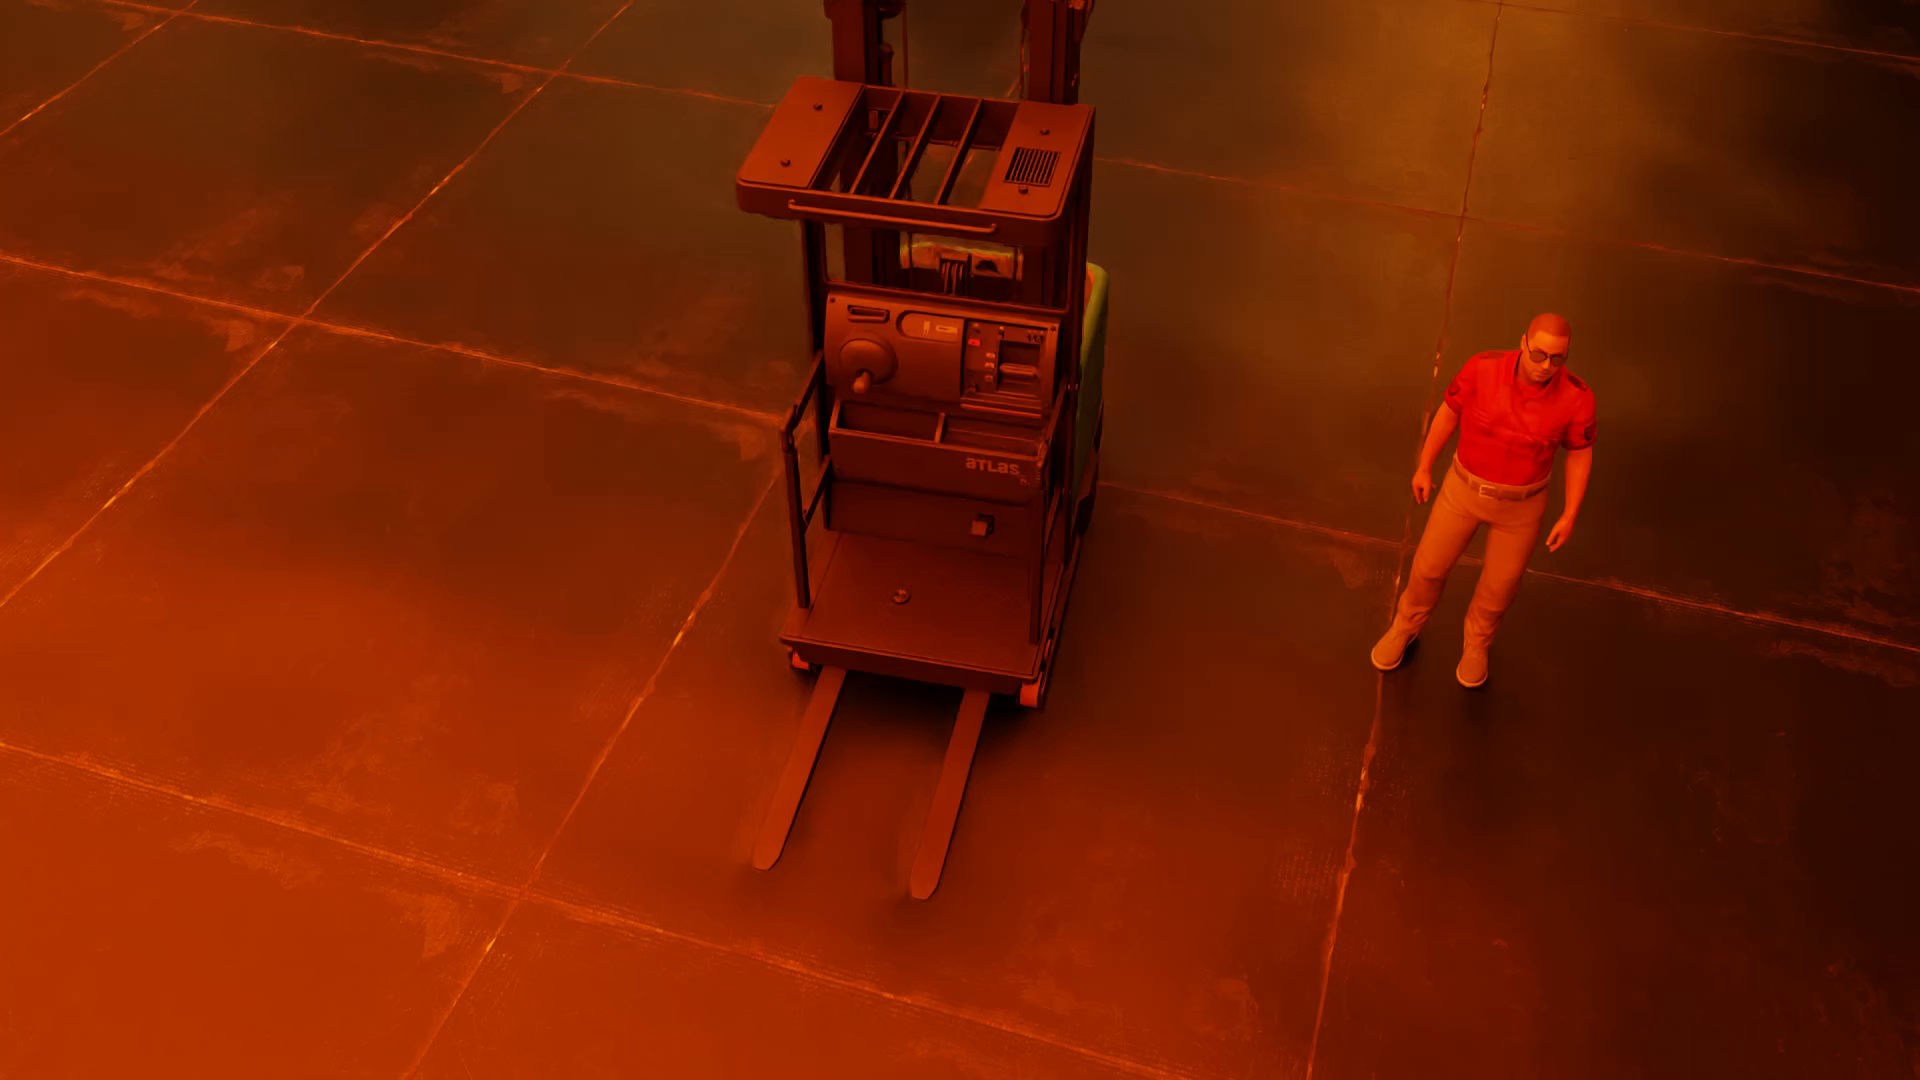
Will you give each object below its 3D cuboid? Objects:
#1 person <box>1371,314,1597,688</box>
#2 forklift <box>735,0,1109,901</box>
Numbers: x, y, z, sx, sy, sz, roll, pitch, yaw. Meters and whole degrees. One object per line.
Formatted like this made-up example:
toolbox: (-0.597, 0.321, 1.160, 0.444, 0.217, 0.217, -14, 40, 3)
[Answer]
person: (2.144, -0.137, 6.717, 0.656, 1.730, 0.480, 18, 46, 18)
forklift: (-0.120, -0.645, 6.382, 1.130, 2.935, 3.031, 9, 44, 9)
